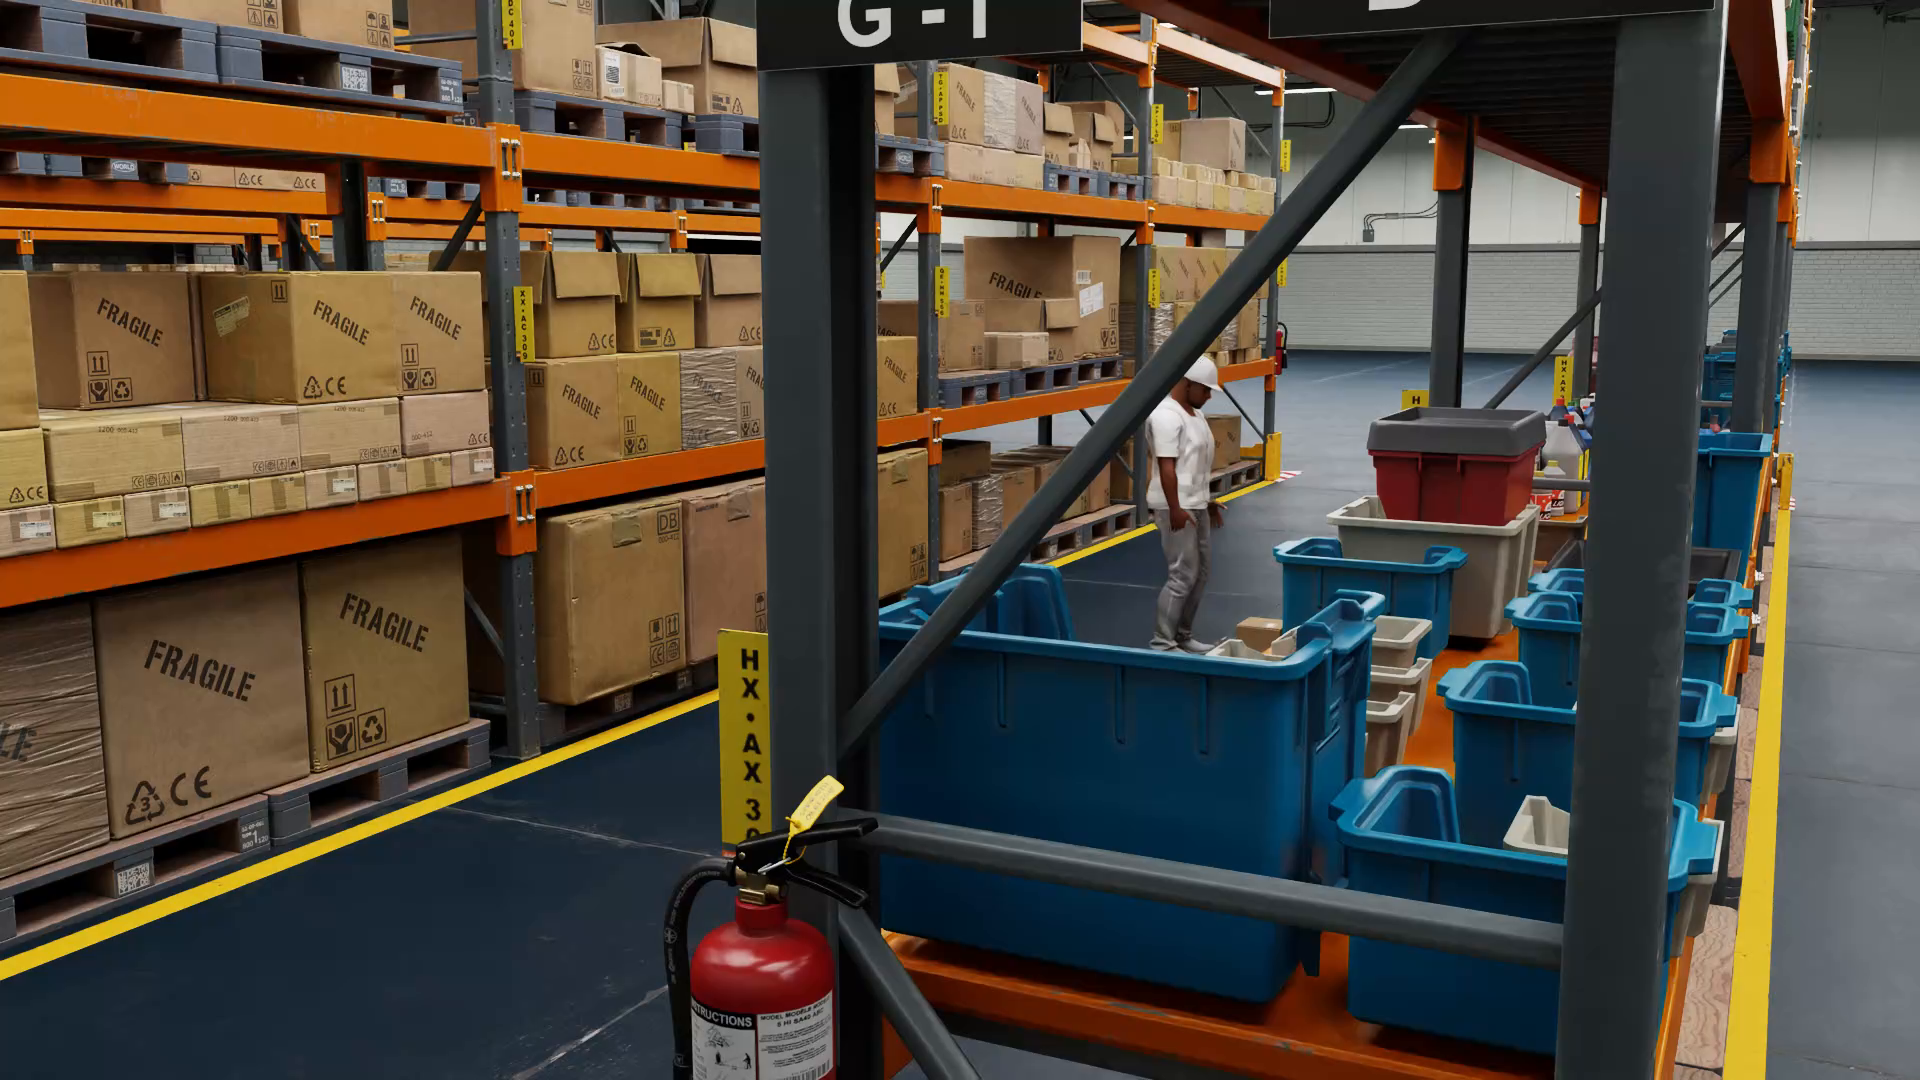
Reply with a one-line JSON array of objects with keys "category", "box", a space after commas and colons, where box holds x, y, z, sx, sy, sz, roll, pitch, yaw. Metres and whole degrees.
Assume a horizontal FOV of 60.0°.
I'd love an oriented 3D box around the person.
[{"category": "person", "box": [1.292, -0.185, 9.520, 0.390, 1.748, 0.575, 5, 10, 27]}]
